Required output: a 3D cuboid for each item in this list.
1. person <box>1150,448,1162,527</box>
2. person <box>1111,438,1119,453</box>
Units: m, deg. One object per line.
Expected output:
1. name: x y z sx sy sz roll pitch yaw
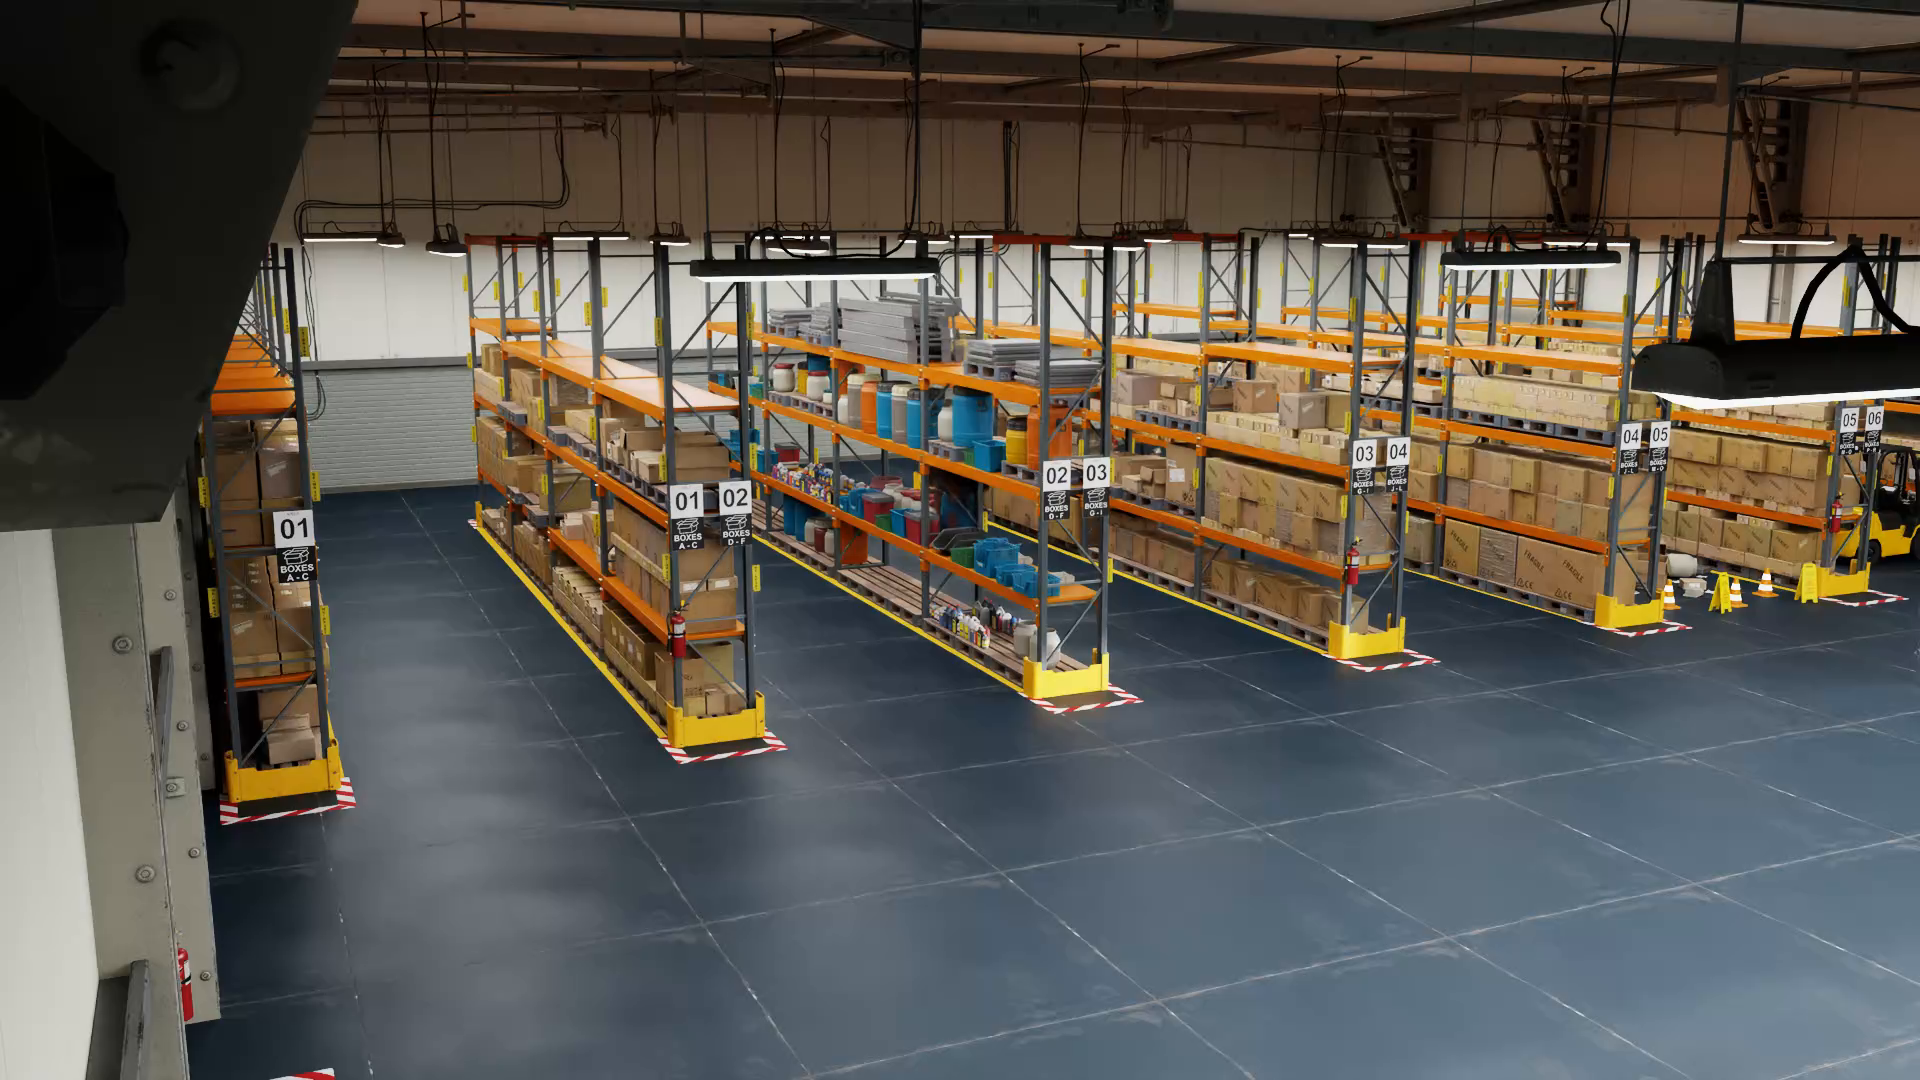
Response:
1. person: 4.103 -1.071 34.236 0.562 1.672 0.586 -7 13 -31
2. person: 3.177 -1.298 35.226 0.643 1.764 0.805 -7 13 -33
